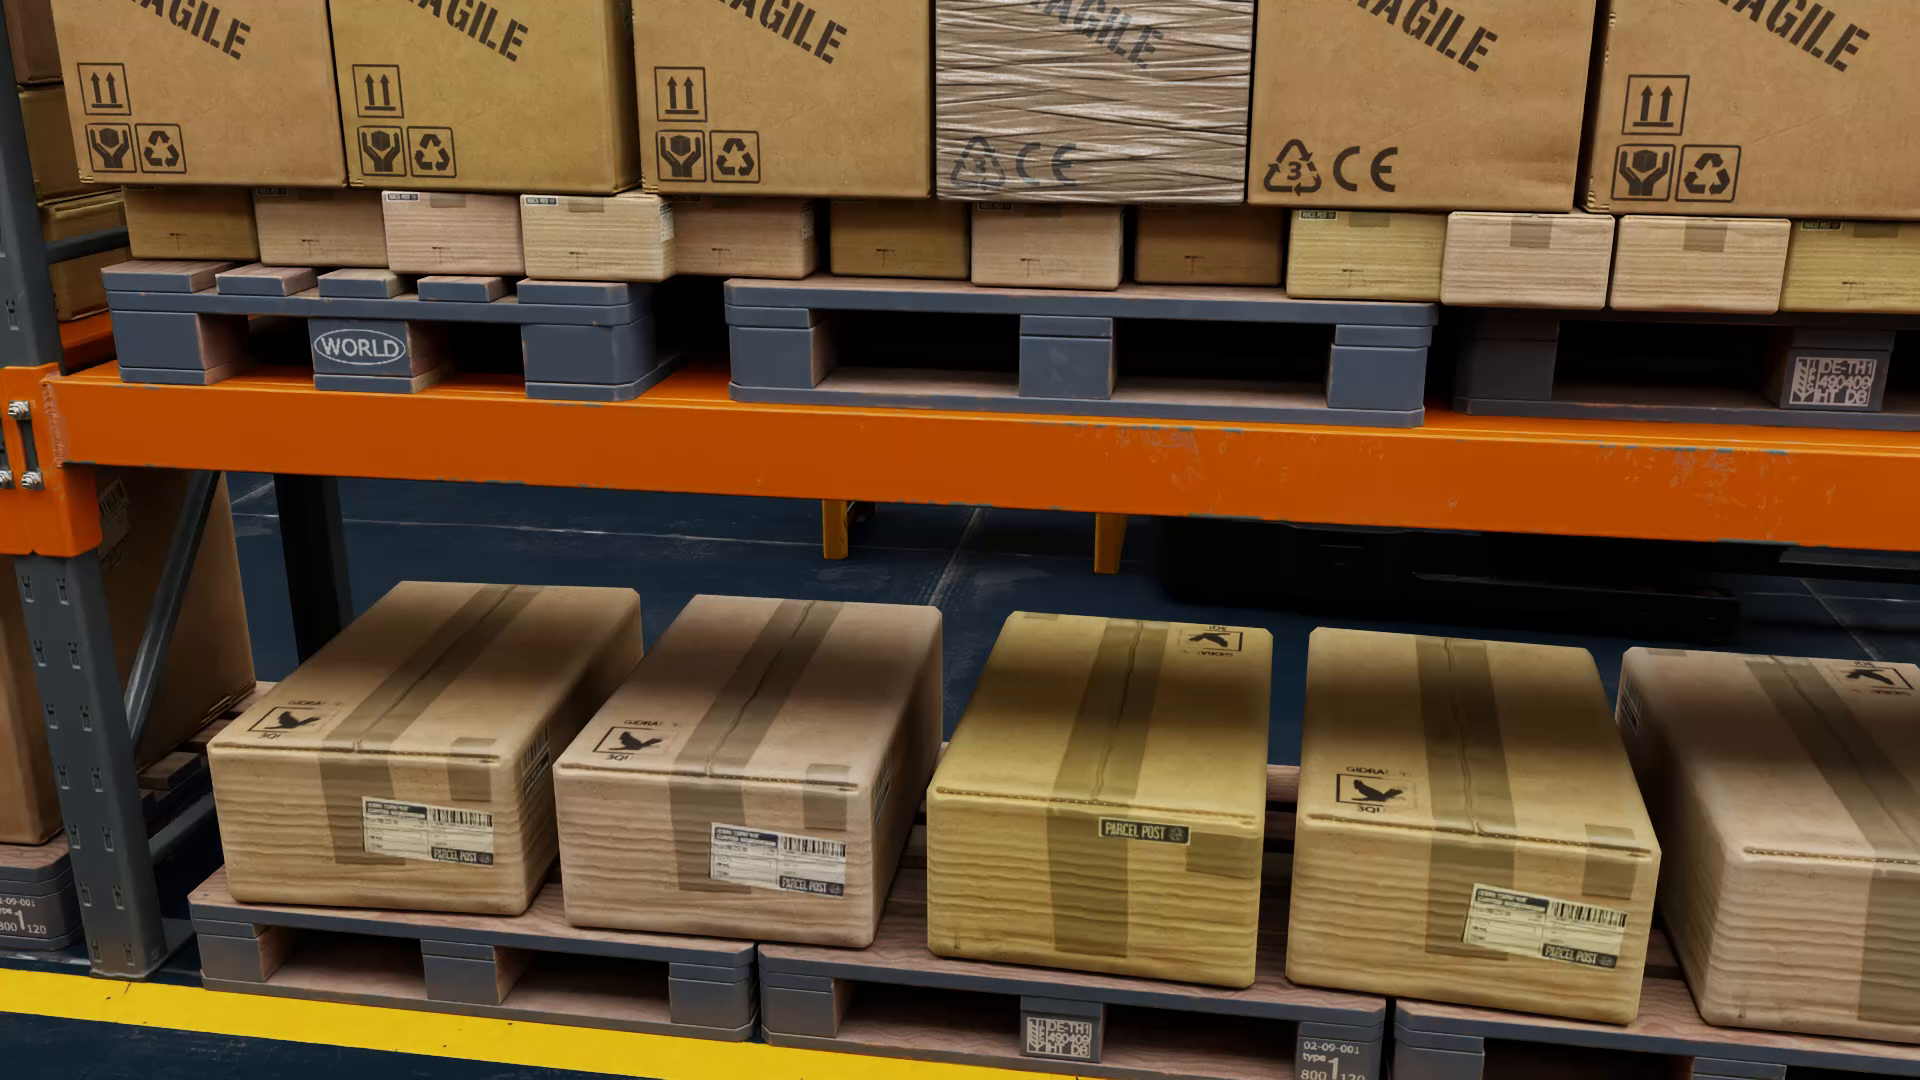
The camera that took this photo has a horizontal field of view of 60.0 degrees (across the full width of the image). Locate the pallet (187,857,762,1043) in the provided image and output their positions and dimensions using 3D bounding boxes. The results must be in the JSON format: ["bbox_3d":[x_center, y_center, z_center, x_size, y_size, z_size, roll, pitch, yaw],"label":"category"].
[{"bbox_3d":[-0.931,0.715,3.832,1.213,0.211,1.003,3,19,9],"label":"pallet"}]

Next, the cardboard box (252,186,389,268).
[{"bbox_3d":[-1.137,-0.627,3.185,0.250,0.149,0.380,2,19,5],"label":"cardboard box"}]

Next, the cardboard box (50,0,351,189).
[{"bbox_3d":[-1.295,-0.939,3.095,0.500,0.500,0.500,2,19,7],"label":"cardboard box"}]

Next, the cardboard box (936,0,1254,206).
[{"bbox_3d":[0.239,-0.863,2.867,0.500,0.500,0.500,2,19,7],"label":"cardboard box"}]

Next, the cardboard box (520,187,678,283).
[{"bbox_3d":[-0.606,-0.579,3.040,0.250,0.149,0.380,3,19,9],"label":"cardboard box"}]

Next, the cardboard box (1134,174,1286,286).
[{"bbox_3d":[0.447,-0.566,3.002,0.250,0.149,0.380,2,19,7],"label":"cardboard box"}]

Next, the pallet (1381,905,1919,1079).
[{"bbox_3d":[1.478,0.838,3.465,1.213,0.211,1.003,3,19,9],"label":"pallet"}]

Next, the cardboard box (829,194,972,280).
[{"bbox_3d":[-0.070,-0.589,3.071,0.250,0.149,0.380,4,19,11],"label":"cardboard box"}]

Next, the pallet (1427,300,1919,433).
[{"bbox_3d":[1.516,-0.439,3.189,1.213,0.211,1.003,3,19,9],"label":"pallet"}]

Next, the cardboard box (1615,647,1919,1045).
[{"bbox_3d":[1.729,0.576,3.334,0.625,0.372,0.950,3,19,9],"label":"cardboard box"}]

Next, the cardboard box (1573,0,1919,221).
[{"bbox_3d":[1.265,-0.809,2.705,0.500,0.500,0.500,3,19,9],"label":"cardboard box"}]

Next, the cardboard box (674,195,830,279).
[{"bbox_3d":[-0.355,-0.591,3.077,0.250,0.149,0.380,4,19,12],"label":"cardboard box"}]

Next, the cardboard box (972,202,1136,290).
[{"bbox_3d":[0.177,-0.556,2.971,0.250,0.149,0.380,4,19,10],"label":"cardboard box"}]

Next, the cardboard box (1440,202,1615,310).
[{"bbox_3d":[0.925,-0.497,2.796,0.250,0.149,0.380,3,19,9],"label":"cardboard box"}]

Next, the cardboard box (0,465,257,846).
[{"bbox_3d":[-2.371,0.101,3.961,0.875,0.875,0.875,3,19,8],"label":"cardboard box"}]

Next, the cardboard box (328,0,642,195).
[{"bbox_3d":[-0.779,-0.915,3.023,0.500,0.500,0.500,4,19,11],"label":"cardboard box"}]

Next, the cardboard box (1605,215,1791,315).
[{"bbox_3d":[1.178,-0.485,2.761,0.250,0.149,0.380,3,19,8],"label":"cardboard box"}]

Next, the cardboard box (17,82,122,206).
[{"bbox_3d":[-2.163,-0.916,3.761,0.500,0.250,0.500,3,19,8],"label":"cardboard box"}]

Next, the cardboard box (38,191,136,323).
[{"bbox_3d":[-2.145,-0.679,3.842,0.500,0.250,0.500,3,19,8],"label":"cardboard box"}]

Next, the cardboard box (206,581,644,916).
[{"bbox_3d":[-1.146,0.432,3.765,0.625,0.372,0.950,2,19,5],"label":"cardboard box"}]

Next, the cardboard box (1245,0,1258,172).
[{"bbox_3d":[0.340,-1.023,3.346,0.500,0.500,0.500,2,19,6],"label":"cardboard box"}]

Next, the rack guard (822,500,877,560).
[{"bbox_3d":[-0.416,-0.140,6.327,0.087,0.250,0.587,3,19,9],"label":"rack guard"}]

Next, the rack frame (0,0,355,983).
[{"bbox_3d":[-1.702,-0.647,3.509,0.127,3.000,1.000,3,19,9],"label":"rack frame"}]

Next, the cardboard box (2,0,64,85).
[{"bbox_3d":[-2.150,-1.270,3.637,0.500,0.500,0.500,2,19,7],"label":"cardboard box"}]

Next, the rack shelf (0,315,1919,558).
[{"bbox_3d":[0.272,-0.205,3.322,4.000,0.370,1.077,3,19,9],"label":"rack shelf"}]

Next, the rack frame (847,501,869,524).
[{"bbox_3d":[-0.418,-0.733,6.129,0.032,1.500,0.500,3,19,9],"label":"rack frame"}]

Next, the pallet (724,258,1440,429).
[{"bbox_3d":[0.259,-0.469,3.280,1.213,0.211,1.003,3,19,9],"label":"pallet"}]

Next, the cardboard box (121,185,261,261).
[{"bbox_3d":[-1.411,-0.652,3.259,0.250,0.149,0.380,2,19,5],"label":"cardboard box"}]

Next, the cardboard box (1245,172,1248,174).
[{"bbox_3d":[0.469,-0.727,3.481,0.250,0.149,0.380,4,19,11],"label":"cardboard box"}]

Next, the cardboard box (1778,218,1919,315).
[{"bbox_3d":[1.438,-0.484,2.756,0.250,0.149,0.380,2,19,7],"label":"cardboard box"}]

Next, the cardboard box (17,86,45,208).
[{"bbox_3d":[-2.221,-0.758,3.288,0.500,0.250,0.500,3,19,8],"label":"cardboard box"}]

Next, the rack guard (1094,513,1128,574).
[{"bbox_3d":[0.567,-0.090,6.177,0.087,0.250,0.587,3,19,9],"label":"rack guard"}]

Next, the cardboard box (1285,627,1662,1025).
[{"bbox_3d":[1.019,0.541,3.439,0.625,0.372,0.950,4,19,12],"label":"cardboard box"}]

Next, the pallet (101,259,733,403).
[{"bbox_3d":[-0.982,-0.553,3.532,1.003,0.211,1.213,3,19,9],"label":"pallet"}]

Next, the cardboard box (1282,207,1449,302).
[{"bbox_3d":[0.690,-0.521,2.866,0.250,0.149,0.380,3,19,9],"label":"cardboard box"}]

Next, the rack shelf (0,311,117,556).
[{"bbox_3d":[-3.677,-0.406,3.924,4.000,0.370,1.077,3,19,9],"label":"rack shelf"}]

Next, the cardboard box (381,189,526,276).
[{"bbox_3d":[-0.874,-0.599,3.101,0.250,0.149,0.380,2,19,5],"label":"cardboard box"}]

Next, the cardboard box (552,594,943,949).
[{"bbox_3d":[-0.416,0.466,3.661,0.625,0.372,0.950,3,19,8],"label":"cardboard box"}]

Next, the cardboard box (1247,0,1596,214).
[{"bbox_3d":[0.756,-0.837,2.789,0.500,0.500,0.500,4,19,11],"label":"cardboard box"}]

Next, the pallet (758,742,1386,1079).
[{"bbox_3d":[0.270,0.778,3.647,1.213,0.211,1.003,3,19,9],"label":"pallet"}]

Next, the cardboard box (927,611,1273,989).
[{"bbox_3d":[0.332,0.506,3.542,0.625,0.372,0.950,4,19,10],"label":"cardboard box"}]

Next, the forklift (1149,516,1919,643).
[{"bbox_3d":[2.220,-1.245,5.406,3.031,2.935,1.130,4,19,11],"label":"forklift"}]

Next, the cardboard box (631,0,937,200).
[{"bbox_3d":[-0.254,-0.891,2.949,0.500,0.500,0.500,3,19,10],"label":"cardboard box"}]

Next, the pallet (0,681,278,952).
[{"bbox_3d":[-2.469,0.612,4.140,1.213,0.211,1.003,3,19,9],"label":"pallet"}]

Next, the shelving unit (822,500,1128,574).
[{"bbox_3d":[0.075,-0.707,6.054,1.083,1.500,0.587,3,19,9],"label":"shelving unit"}]
